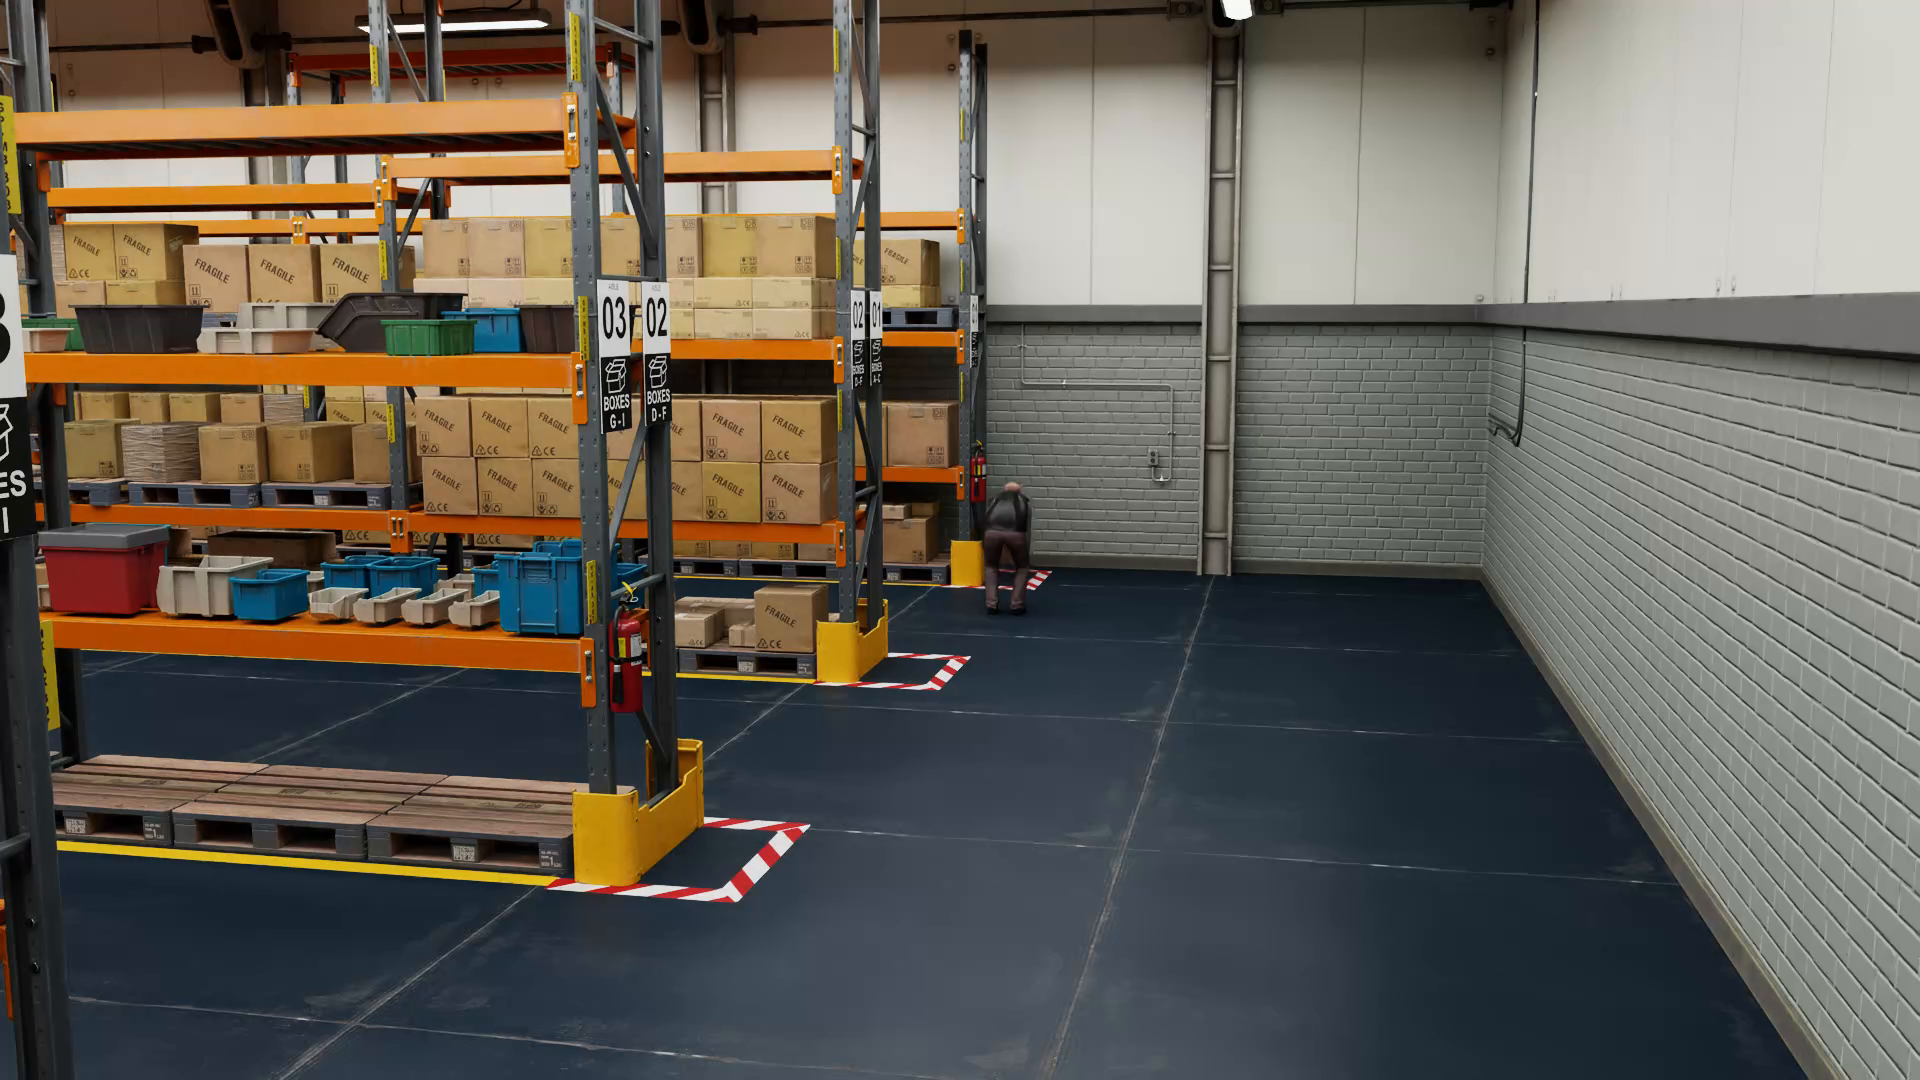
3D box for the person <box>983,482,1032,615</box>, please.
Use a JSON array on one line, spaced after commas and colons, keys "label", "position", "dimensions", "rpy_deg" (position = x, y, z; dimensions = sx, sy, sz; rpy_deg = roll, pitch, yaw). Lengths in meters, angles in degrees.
[{"label": "person", "position": [0.492, 0.079, 16.963], "dimensions": [0.476, 1.276, 0.888], "rpy_deg": [1, 8, 9]}]
